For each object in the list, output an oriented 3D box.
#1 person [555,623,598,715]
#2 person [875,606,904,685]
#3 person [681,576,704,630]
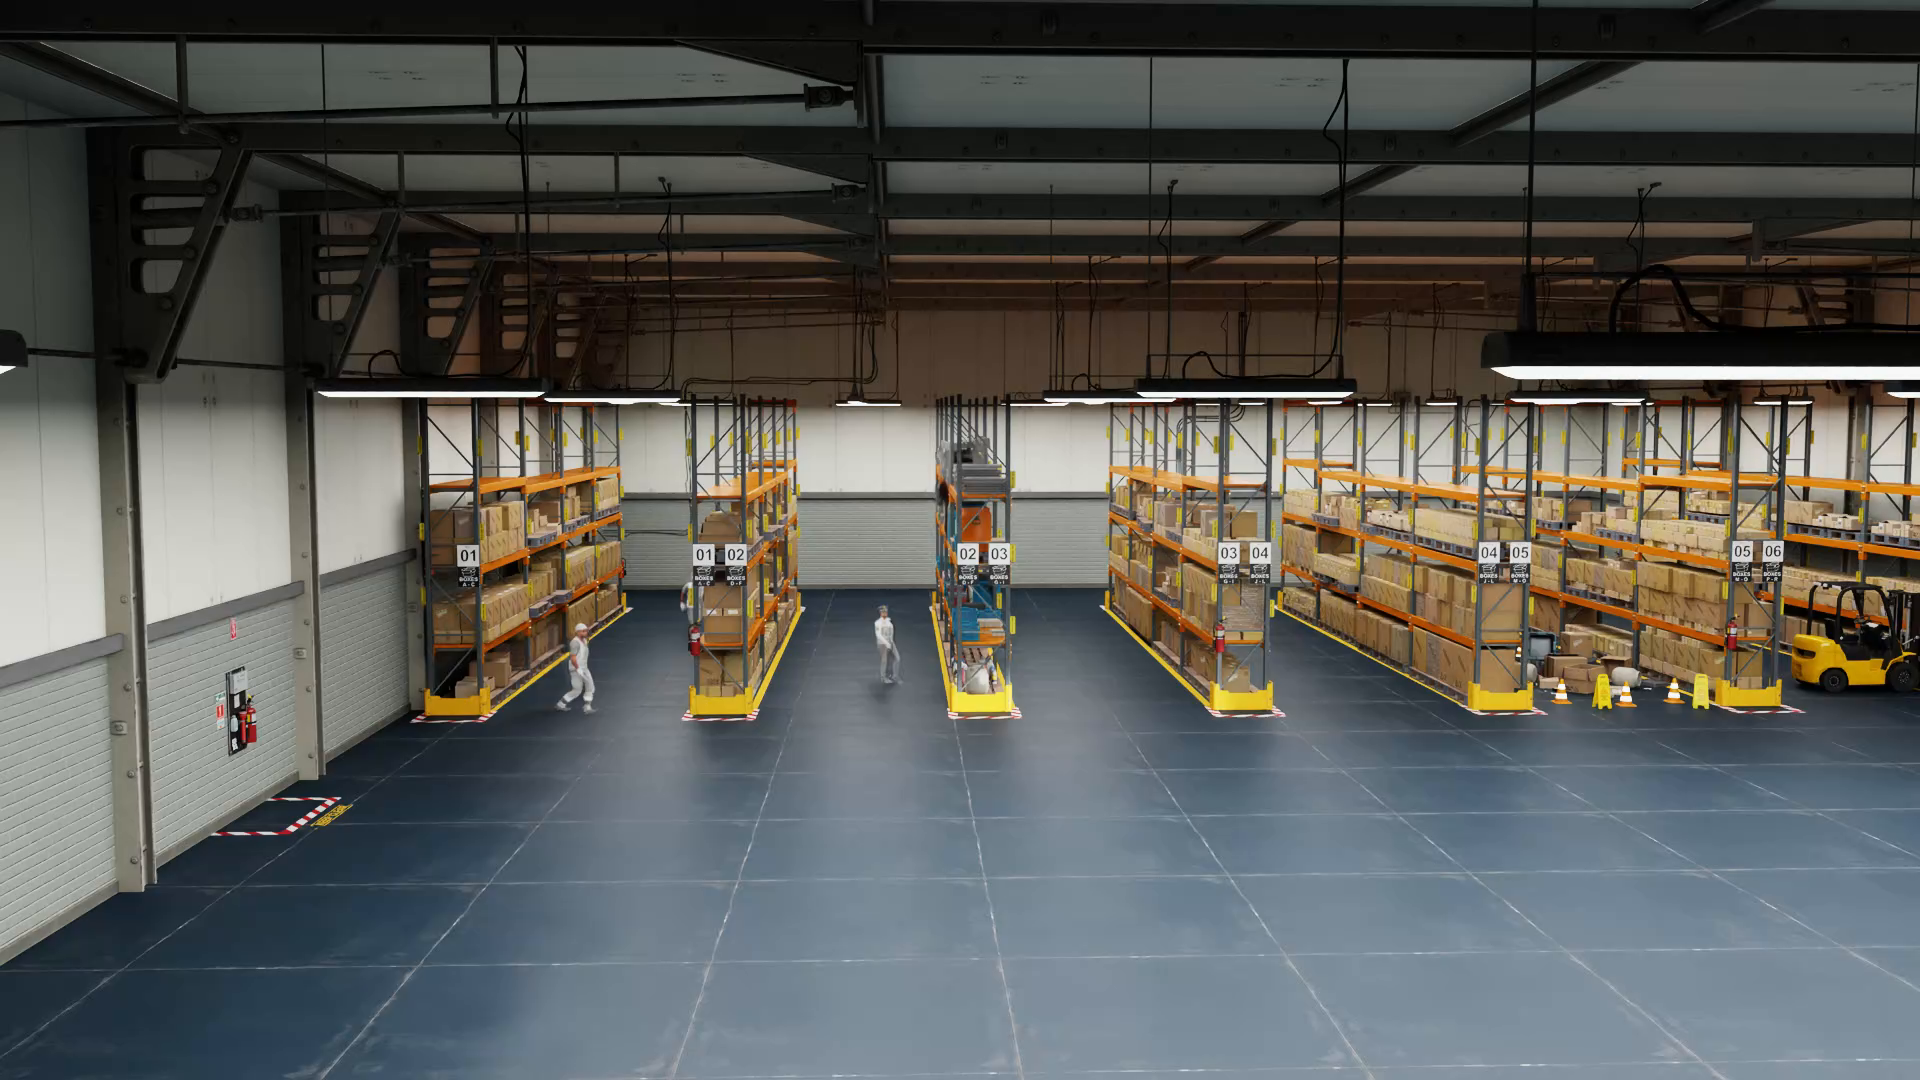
[{"bbox_3d":[-7.173,2.421,31.169,0.798,1.743,0.586,1,5,12],"label":"person"},{"bbox_3d":[-1.512,2.181,34.436,0.624,1.682,0.595,-4,6,-42],"label":"person"},{"bbox_3d":[-6.514,1.656,40.879,0.684,1.709,0.698,-1,5,-17],"label":"person"}]
